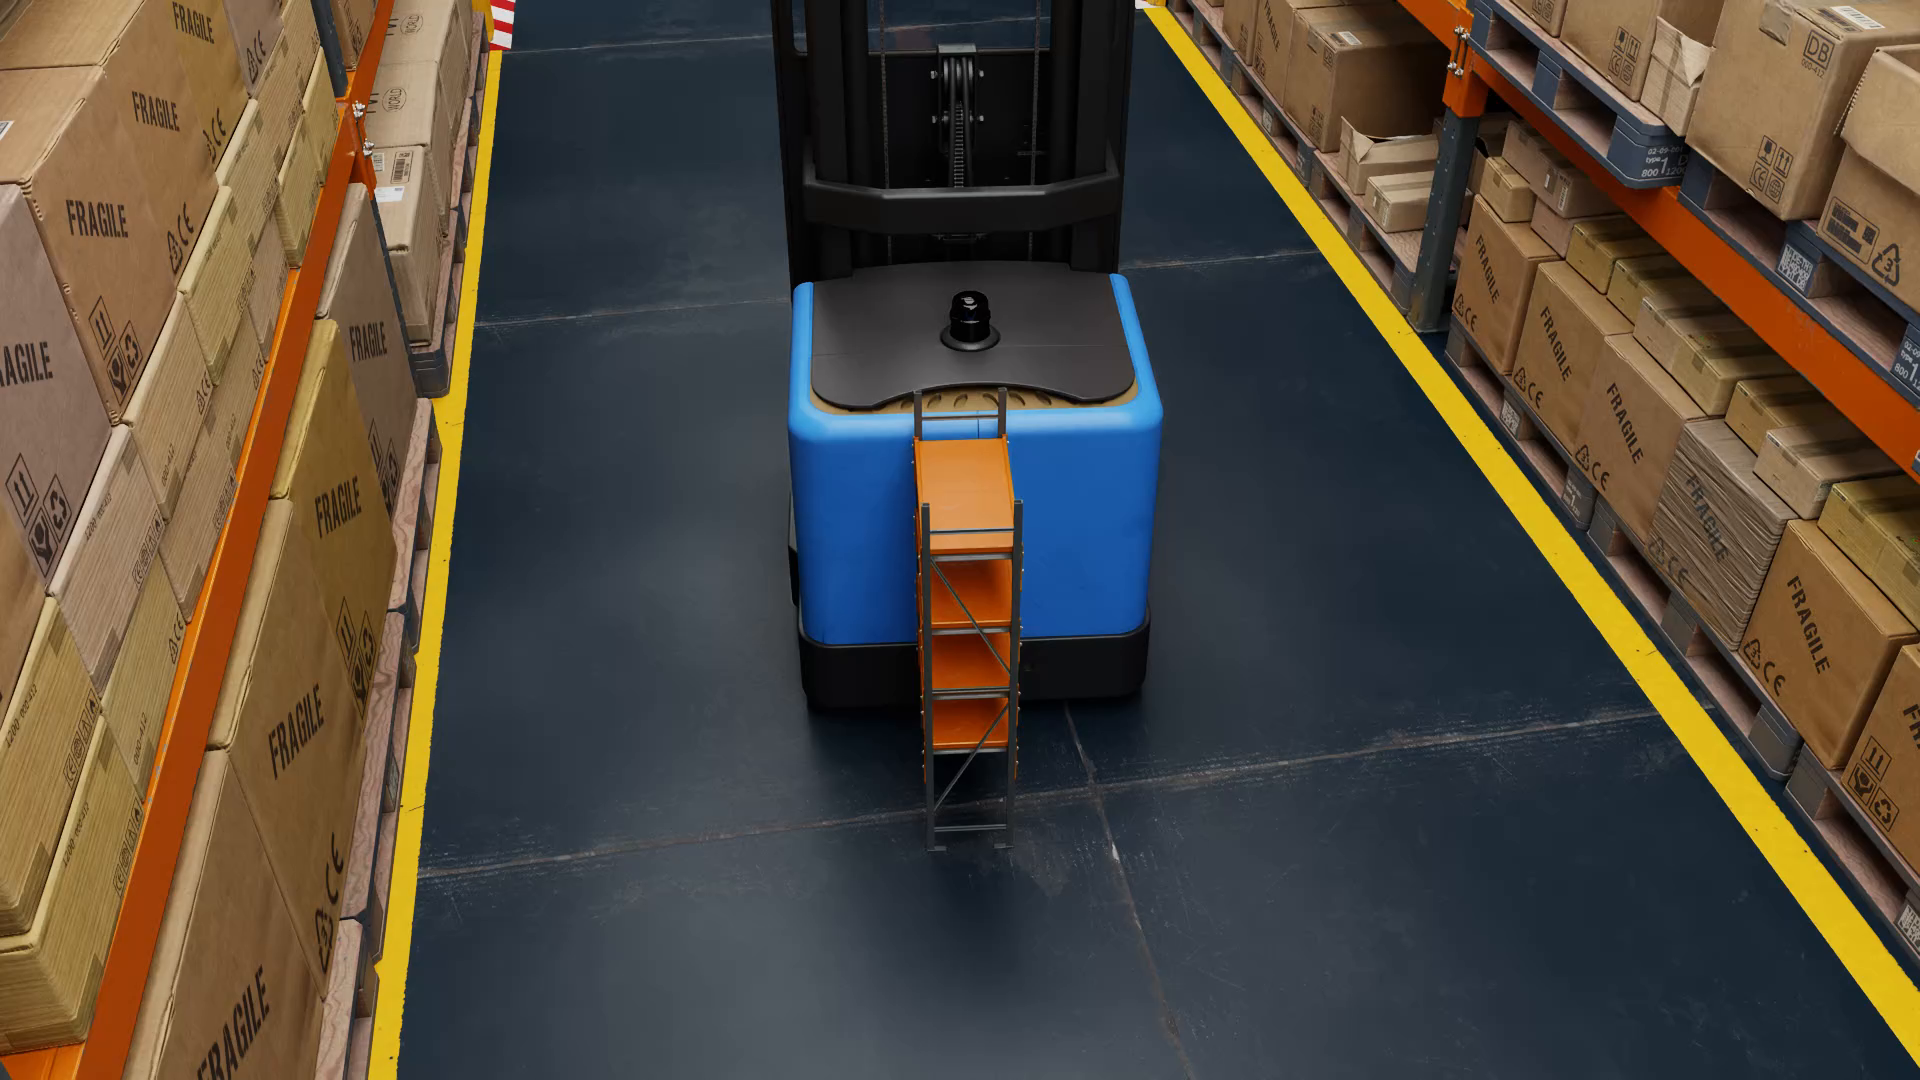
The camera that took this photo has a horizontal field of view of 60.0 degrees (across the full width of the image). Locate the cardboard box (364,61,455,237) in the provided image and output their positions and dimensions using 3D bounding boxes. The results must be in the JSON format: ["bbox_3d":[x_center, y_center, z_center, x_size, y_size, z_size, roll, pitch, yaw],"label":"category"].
[{"bbox_3d":[-2.688,-1.666,7.195,0.875,0.438,0.875,-7,38,-9],"label":"cardboard box"}]

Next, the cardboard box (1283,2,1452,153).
[{"bbox_3d":[1.966,-2.184,7.812,0.700,0.500,0.500,-8,38,-10],"label":"cardboard box"}]

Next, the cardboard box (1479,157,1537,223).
[{"bbox_3d":[2.161,-1.306,6.153,0.380,0.149,0.250,-5,38,-6],"label":"cardboard box"}]

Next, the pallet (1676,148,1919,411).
[{"bbox_3d":[2.715,-0.799,4.490,1.003,0.211,1.213,-6,38,-8],"label":"pallet"}]

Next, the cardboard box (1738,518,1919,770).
[{"bbox_3d":[2.603,0.269,4.654,0.500,0.500,0.500,-5,38,-6],"label":"cardboard box"}]

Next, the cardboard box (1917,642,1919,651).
[{"bbox_3d":[2.644,0.268,4.126,0.380,0.149,0.250,-7,38,-9],"label":"cardboard box"}]

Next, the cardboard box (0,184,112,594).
[{"bbox_3d":[-1.767,-0.222,2.694,0.500,0.500,0.500,-6,38,-8],"label":"cardboard box"}]

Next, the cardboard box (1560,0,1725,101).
[{"bbox_3d":[2.315,-1.693,5.060,0.700,0.500,0.500,-6,38,-7],"label":"cardboard box"}]

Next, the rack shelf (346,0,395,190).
[{"bbox_3d":[-2.877,-2.504,7.115,1.077,0.370,4.000,-6,38,-8],"label":"rack shelf"}]

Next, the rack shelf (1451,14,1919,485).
[{"bbox_3d":[2.710,-0.624,4.695,1.077,0.370,4.000,-6,38,-8],"label":"rack shelf"}]

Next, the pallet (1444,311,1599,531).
[{"bbox_3d":[2.539,-0.528,6.258,1.003,0.211,1.213,-6,38,-8],"label":"pallet"}]

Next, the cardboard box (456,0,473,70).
[{"bbox_3d":[-3.014,-2.763,8.607,0.875,0.438,0.875,-7,38,-9],"label":"cardboard box"}]

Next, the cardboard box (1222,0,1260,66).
[{"bbox_3d":[1.784,-2.811,8.619,0.700,0.500,0.500,-5,38,-6],"label":"cardboard box"}]

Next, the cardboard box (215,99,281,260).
[{"bbox_3d":[-2.018,-0.865,4.133,0.500,0.250,0.500,-5,38,-7],"label":"cardboard box"}]

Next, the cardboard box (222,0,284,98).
[{"bbox_3d":[-2.103,-1.460,4.288,0.500,0.500,0.500,-6,38,-7],"label":"cardboard box"}]

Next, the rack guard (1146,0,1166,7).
[{"bbox_3d":[1.672,-3.500,9.847,1.175,0.500,0.348,-6,38,-8],"label":"rack guard"}]

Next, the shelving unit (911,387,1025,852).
[{"bbox_3d":[0.014,0.237,4.466,0.258,1.200,0.503,-2,38,-3],"label":"shelving unit"}]

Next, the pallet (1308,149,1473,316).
[{"bbox_3d":[2.240,-1.430,7.419,1.003,0.211,1.213,-6,38,-8],"label":"pallet"}]

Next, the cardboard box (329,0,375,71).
[{"bbox_3d":[-2.351,-1.932,5.710,0.500,0.500,0.500,-5,38,-6],"label":"cardboard box"}]

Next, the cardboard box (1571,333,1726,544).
[{"bbox_3d":[2.409,-0.356,5.459,0.500,0.500,0.500,-7,38,-9],"label":"cardboard box"}]

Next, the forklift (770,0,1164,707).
[{"bbox_3d":[-0.035,-1.540,5.343,1.130,2.935,3.031,-2,38,-3],"label":"forklift"}]

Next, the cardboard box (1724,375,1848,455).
[{"bbox_3d":[2.527,-0.364,4.940,0.380,0.149,0.250,-6,38,-8],"label":"cardboard box"}]

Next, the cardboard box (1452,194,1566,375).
[{"bbox_3d":[2.223,-0.979,6.260,0.500,0.500,0.500,-5,38,-6],"label":"cardboard box"}]

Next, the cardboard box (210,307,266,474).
[{"bbox_3d":[-1.947,-0.351,3.879,0.500,0.250,0.500,-6,38,-8],"label":"cardboard box"}]

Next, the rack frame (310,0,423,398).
[{"bbox_3d":[-2.526,-1.580,5.339,1.000,3.000,0.127,-6,38,-8],"label":"rack frame"}]

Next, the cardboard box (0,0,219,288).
[{"bbox_3d":[-1.928,-0.841,3.491,0.500,0.500,0.500,-6,38,-7],"label":"cardboard box"}]

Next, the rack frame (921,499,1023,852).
[{"bbox_3d":[0.028,0.387,4.274,0.240,1.200,0.015,-2,38,-3],"label":"rack frame"}]

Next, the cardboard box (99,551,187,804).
[{"bbox_3d":[-1.771,0.264,3.088,0.500,0.250,0.500,-7,38,-9],"label":"cardboard box"}]

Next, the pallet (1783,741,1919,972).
[{"bbox_3d":[2.967,0.946,4.361,1.003,0.211,1.213,-6,38,-8],"label":"pallet"}]

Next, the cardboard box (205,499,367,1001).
[{"bbox_3d":[-2.017,0.543,3.995,0.875,0.875,0.875,-6,38,-7],"label":"cardboard box"}]

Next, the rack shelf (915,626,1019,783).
[{"bbox_3d":[0.014,0.447,4.629,0.258,0.148,0.480,-2,38,-3],"label":"rack shelf"}]

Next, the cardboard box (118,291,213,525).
[{"bbox_3d":[-1.836,-0.250,3.341,0.500,0.250,0.500,-6,38,-8],"label":"cardboard box"}]

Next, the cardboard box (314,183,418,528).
[{"bbox_3d":[-2.339,-0.541,5.391,0.875,0.875,0.875,-5,38,-7],"label":"cardboard box"}]

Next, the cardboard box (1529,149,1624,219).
[{"bbox_3d":[2.253,-1.272,5.866,0.380,0.149,0.250,-8,39,-10],"label":"cardboard box"}]

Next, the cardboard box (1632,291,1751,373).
[{"bbox_3d":[2.410,-0.674,5.339,0.380,0.149,0.250,-6,38,-8],"label":"cardboard box"}]

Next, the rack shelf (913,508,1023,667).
[{"bbox_3d":[0.014,0.114,4.370,0.258,0.148,0.480,-2,38,-3],"label":"rack shelf"}]

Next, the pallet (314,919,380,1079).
[{"bbox_3d":[-1.889,1.452,3.708,1.003,0.211,1.213,-6,38,-8],"label":"pallet"}]

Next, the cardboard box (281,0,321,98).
[{"bbox_3d":[-2.210,-1.478,4.923,0.500,0.250,0.500,-6,38,-8],"label":"cardboard box"}]

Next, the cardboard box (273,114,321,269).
[{"bbox_3d":[-2.111,-0.970,4.675,0.500,0.250,0.500,-7,38,-9],"label":"cardboard box"}]

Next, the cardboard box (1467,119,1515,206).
[{"bbox_3d":[2.477,-1.645,7.272,0.500,0.311,0.500,-5,38,-6],"label":"cardboard box"}]

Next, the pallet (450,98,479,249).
[{"bbox_3d":[-2.800,-1.685,7.747,1.003,0.211,1.213,-6,38,-8],"label":"pallet"}]

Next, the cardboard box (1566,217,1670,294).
[{"bbox_3d":[2.342,-0.993,5.750,0.380,0.149,0.250,-8,39,-10],"label":"cardboard box"}]

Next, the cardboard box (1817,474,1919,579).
[{"bbox_3d":[2.598,-0.047,4.532,0.380,0.149,0.250,-7,38,-9],"label":"cardboard box"}]

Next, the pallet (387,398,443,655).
[{"bbox_3d":[-2.317,-0.021,5.605,1.003,0.211,1.213,-6,38,-8],"label":"pallet"}]

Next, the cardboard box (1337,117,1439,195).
[{"bbox_3d":[1.910,-1.723,7.409,0.396,0.266,0.258,-5,38,-6],"label":"cardboard box"}]

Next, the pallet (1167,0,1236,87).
[{"bbox_3d":[1.812,-2.904,9.316,1.003,0.211,1.213,-6,38,-8],"label":"pallet"}]

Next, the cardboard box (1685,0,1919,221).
[{"bbox_3d":[2.453,-1.219,4.450,0.700,0.500,0.500,-6,38,-8],"label":"cardboard box"}]

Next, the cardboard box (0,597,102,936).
[{"bbox_3d":[-1.671,0.365,2.550,0.500,0.250,0.500,-6,38,-8],"label":"cardboard box"}]
